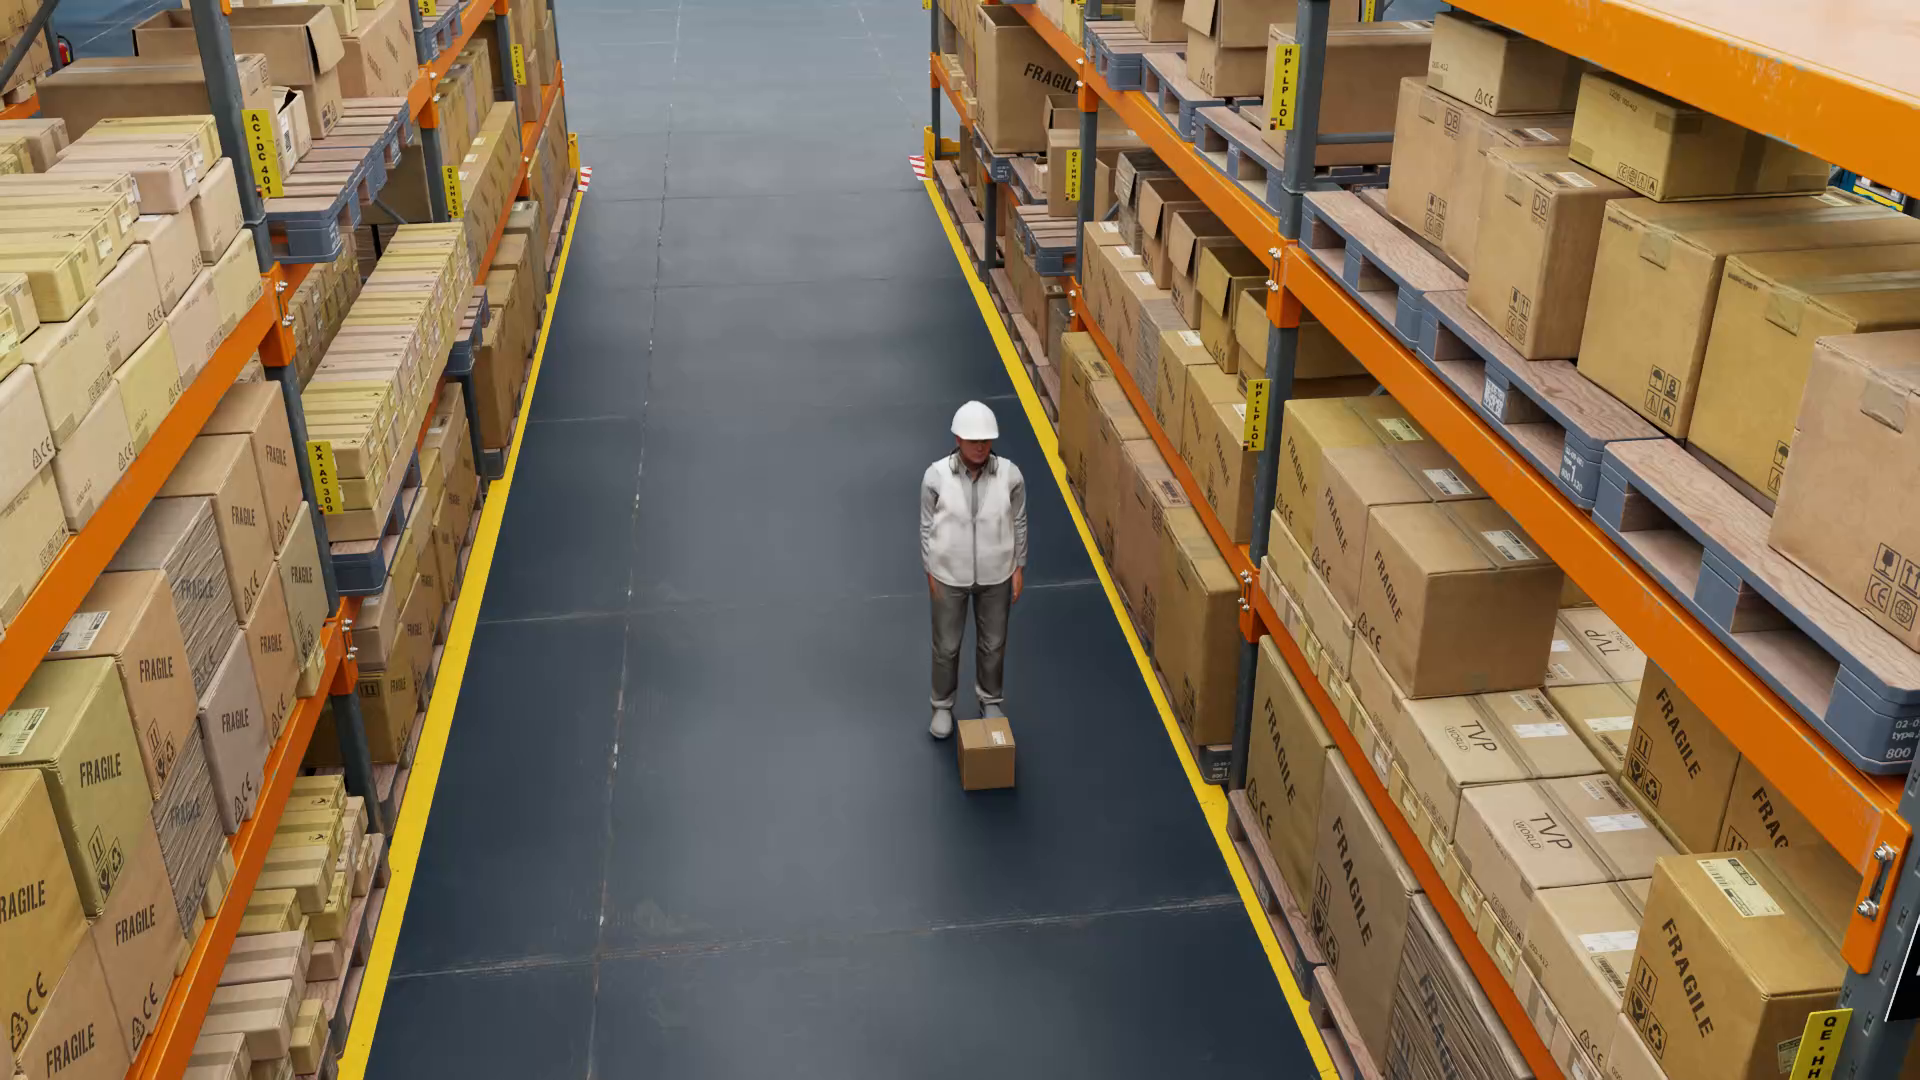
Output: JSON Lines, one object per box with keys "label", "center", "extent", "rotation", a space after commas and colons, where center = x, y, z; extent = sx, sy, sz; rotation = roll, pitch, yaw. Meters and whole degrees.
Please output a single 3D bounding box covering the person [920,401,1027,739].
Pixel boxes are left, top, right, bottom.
{"label": "person", "center": [0.071, 0.158, 8.281], "extent": [0.533, 1.772, 0.358], "rotation": [-3, 27, -6]}
